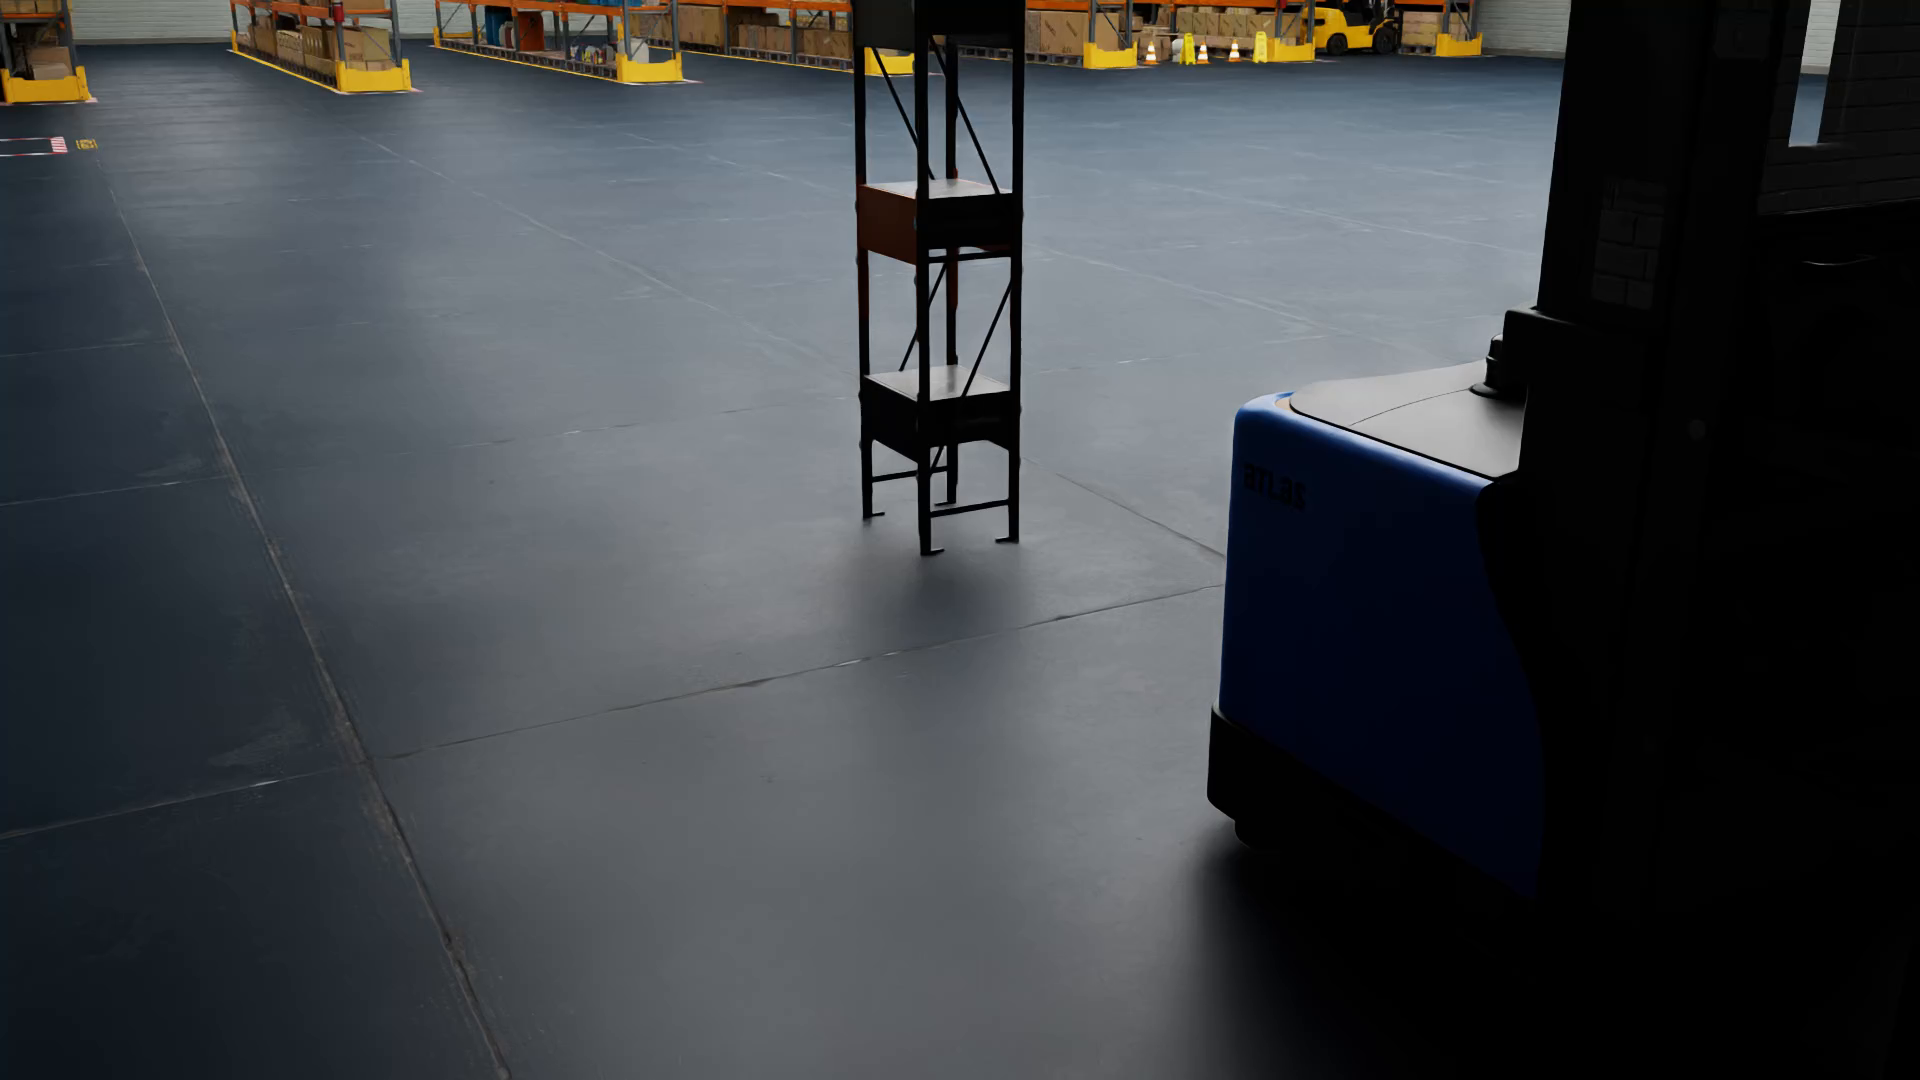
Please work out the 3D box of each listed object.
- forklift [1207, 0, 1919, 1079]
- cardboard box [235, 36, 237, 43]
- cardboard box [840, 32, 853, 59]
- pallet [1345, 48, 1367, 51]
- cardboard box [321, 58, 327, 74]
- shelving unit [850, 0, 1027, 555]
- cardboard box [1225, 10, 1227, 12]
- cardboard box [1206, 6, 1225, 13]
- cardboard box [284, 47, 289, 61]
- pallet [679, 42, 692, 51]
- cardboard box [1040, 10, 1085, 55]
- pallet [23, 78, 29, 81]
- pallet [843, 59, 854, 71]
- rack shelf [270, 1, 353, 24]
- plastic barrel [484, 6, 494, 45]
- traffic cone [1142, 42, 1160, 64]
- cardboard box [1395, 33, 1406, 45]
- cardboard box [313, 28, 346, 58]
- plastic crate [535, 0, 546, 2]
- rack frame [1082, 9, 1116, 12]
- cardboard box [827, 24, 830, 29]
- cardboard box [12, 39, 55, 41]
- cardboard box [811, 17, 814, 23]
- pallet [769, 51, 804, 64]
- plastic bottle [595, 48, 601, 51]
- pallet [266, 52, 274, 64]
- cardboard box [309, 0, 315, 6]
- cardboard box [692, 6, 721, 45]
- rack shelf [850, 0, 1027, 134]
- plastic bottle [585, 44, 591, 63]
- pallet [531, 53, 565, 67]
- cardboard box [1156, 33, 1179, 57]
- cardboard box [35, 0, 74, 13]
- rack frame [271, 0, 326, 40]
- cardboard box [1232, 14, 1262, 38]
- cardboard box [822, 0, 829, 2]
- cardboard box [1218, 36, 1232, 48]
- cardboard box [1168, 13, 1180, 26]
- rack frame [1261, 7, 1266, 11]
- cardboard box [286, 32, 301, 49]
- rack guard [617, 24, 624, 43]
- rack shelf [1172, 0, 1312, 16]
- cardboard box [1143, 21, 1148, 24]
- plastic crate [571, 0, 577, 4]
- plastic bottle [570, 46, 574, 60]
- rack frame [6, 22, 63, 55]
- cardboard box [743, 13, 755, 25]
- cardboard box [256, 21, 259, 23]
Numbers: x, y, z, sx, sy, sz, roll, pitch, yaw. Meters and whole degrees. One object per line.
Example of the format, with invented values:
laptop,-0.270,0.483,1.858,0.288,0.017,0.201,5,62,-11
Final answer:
forklift,1.762,-0.350,2.652,1.130,2.935,3.031,-10,22,-27
cardboard box,-17.693,-12.376,41.095,0.380,0.149,0.250,-10,21,-27
cardboard box,-2.148,-10.177,34.214,0.500,0.500,0.500,-8,21,-22
pallet,10.258,-12.530,42.119,1.003,0.211,1.213,-10,21,-27
cardboard box,-10.993,-8.388,29.412,0.500,0.250,0.500,-10,21,-27
shelving unit,-0.079,-1.040,5.927,0.431,2.100,0.503,-10,21,-27
cardboard box,7.560,-14.657,46.203,0.380,0.149,0.250,-11,22,-29
cardboard box,5.976,-12.392,38.872,0.380,0.149,0.250,-9,21,-24
cardboard box,-13.308,-9.803,33.513,0.500,0.250,0.500,-11,22,-28
pallet,-6.537,-12.546,42.167,1.003,0.211,1.213,-10,21,-27
cardboard box,2.342,-10.999,36.023,0.875,0.875,0.875,-10,22,-28
pallet,-15.315,-7.620,27.890,1.003,0.211,1.213,-10,21,-27
pallet,-1.662,-9.572,33.547,1.003,0.211,1.213,-10,21,-27
rack shelf,-12.841,-10.478,33.002,1.077,0.370,4.000,-10,21,-27
plastic barrel,-11.085,-12.355,39.910,0.600,0.901,0.708,-10,21,-27
traffic cone,4.139,-10.542,35.972,0.336,0.463,0.334,-10,21,-27
cardboard box,10.858,-12.208,40.484,0.500,0.250,0.500,-10,21,-26
cardboard box,-11.232,-8.886,29.705,0.500,0.500,0.500,-10,21,-27
plastic crate,-8.605,-11.366,34.798,0.450,0.188,0.662,-10,21,-27
rack frame,3.651,-14.461,43.441,1.000,3.000,0.127,-10,21,-27
cardboard box,-3.439,-14.153,45.820,0.380,0.149,0.250,-9,21,-25
cardboard box,-17.109,-9.004,30.785,0.700,0.500,0.500,-10,21,-26
cardboard box,-3.949,-14.599,46.655,0.380,0.149,0.250,-9,21,-25
pallet,-3.542,-10.683,36.766,1.003,0.211,1.213,-10,21,-27
plastic bottle,-7.102,-9.489,32.533,0.152,0.276,0.135,-10,21,-27
pallet,-14.687,-10.644,36.655,1.003,0.211,1.213,-10,21,-27
cardboard box,-11.675,-10.165,30.838,0.700,0.500,0.500,-11,22,-28
cardboard box,-5.796,-12.578,40.599,1.225,0.875,0.875,-10,21,-26
rack shelf,-0.079,-1.689,5.703,0.431,0.518,0.480,-10,21,-27
plastic bottle,-7.220,-9.494,32.433,0.144,0.351,0.185,-10,21,-27
pallet,-8.520,-10.262,35.548,1.003,0.211,1.213,-10,21,-27
cardboard box,4.862,-11.614,39.018,0.500,0.500,0.500,4,19,11
cardboard box,-14.302,-8.455,26.236,0.500,0.250,0.500,-11,22,-28
rack frame,-13.790,-11.393,34.549,1.000,3.000,0.127,-10,21,-27
cardboard box,6.589,-11.756,38.025,0.500,0.500,0.500,-9,21,-25
cardboard box,-2.610,-11.122,34.150,0.380,0.149,0.250,-10,21,-27
cardboard box,6.337,-11.553,38.584,0.500,0.250,0.500,-11,22,-29
cardboard box,6.411,-15.071,48.397,0.500,0.500,0.500,-10,22,-27
rack frame,8.018,-15.231,45.672,1.000,3.000,0.127,-10,21,-27
cardboard box,-13.058,-9.917,32.984,0.500,0.311,0.500,-10,22,-27
rack guard,-8.881,-14.048,46.075,1.175,0.500,0.348,-10,21,-27
rack shelf,6.500,-12.398,38.566,1.077,0.370,4.000,-10,21,-27
cardboard box,5.426,-15.502,50.006,0.396,0.266,0.258,-9,21,-25
plastic crate,-7.393,-10.811,32.959,0.767,0.338,0.504,-10,21,-27
plastic bottle,-7.764,-9.769,33.353,0.097,0.271,0.097,0,19,0
rack frame,-18.148,-10.624,32.322,1.000,3.000,0.127,-10,21,-27
cardboard box,-4.726,-12.119,38.662,0.500,0.250,0.500,-9,21,-24
cardboard box,-17.114,-12.597,41.198,0.500,0.500,0.500,-10,21,-27
